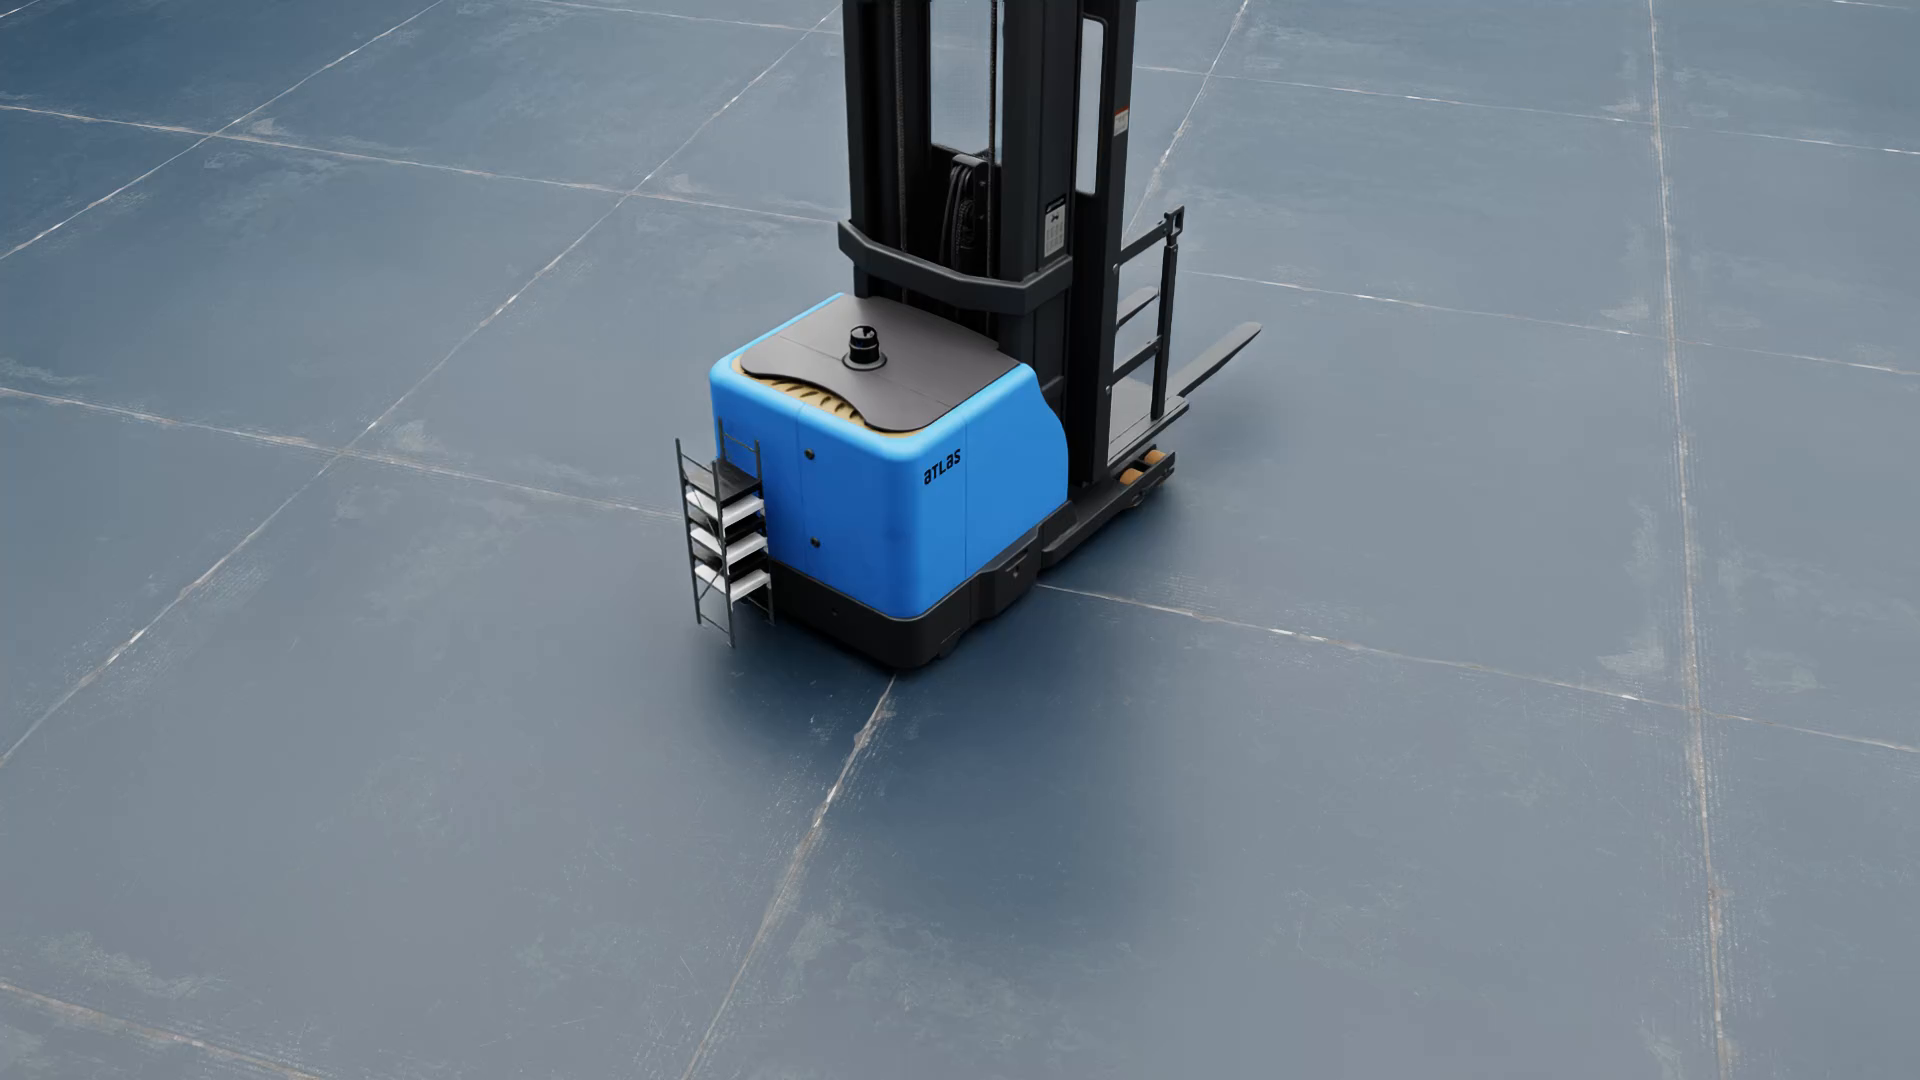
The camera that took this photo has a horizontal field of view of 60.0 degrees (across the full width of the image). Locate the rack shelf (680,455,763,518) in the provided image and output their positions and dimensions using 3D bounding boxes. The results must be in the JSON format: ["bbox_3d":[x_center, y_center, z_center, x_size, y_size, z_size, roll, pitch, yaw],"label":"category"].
[{"bbox_3d":[-0.913,-0.207,6.372,0.258,0.077,0.200,30,46,34],"label":"rack shelf"}]

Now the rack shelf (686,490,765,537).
[{"bbox_3d":[-0.913,-0.134,6.426,0.258,0.077,0.200,30,46,34],"label":"rack shelf"}]

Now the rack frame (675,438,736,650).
[{"bbox_3d":[-0.984,0.027,6.454,0.240,0.900,0.006,30,46,34],"label":"rack frame"}]

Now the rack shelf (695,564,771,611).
[{"bbox_3d":[-0.913,0.156,6.639,0.258,0.077,0.200,30,46,34],"label":"rack shelf"}]

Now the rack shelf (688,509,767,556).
[{"bbox_3d":[-0.913,-0.062,6.479,0.258,0.077,0.200,30,46,34],"label":"rack shelf"}]

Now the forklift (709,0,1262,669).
[{"bbox_3d":[0.324,-1.495,6.808,1.130,2.935,3.031,25,43,30],"label":"forklift"}]

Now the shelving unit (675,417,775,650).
[{"bbox_3d":[-0.913,-0.016,6.513,0.258,0.900,0.210,30,46,34],"label":"shelving unit"}]

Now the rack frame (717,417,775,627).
[{"bbox_3d":[-0.842,-0.059,6.571,0.240,0.900,0.006,30,46,34],"label":"rack frame"}]

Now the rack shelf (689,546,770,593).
[{"bbox_3d":[-0.913,0.083,6.586,0.258,0.077,0.200,30,46,34],"label":"rack shelf"}]

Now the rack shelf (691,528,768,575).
[{"bbox_3d":[-0.913,0.011,6.532,0.258,0.077,0.200,30,46,34],"label":"rack shelf"}]
